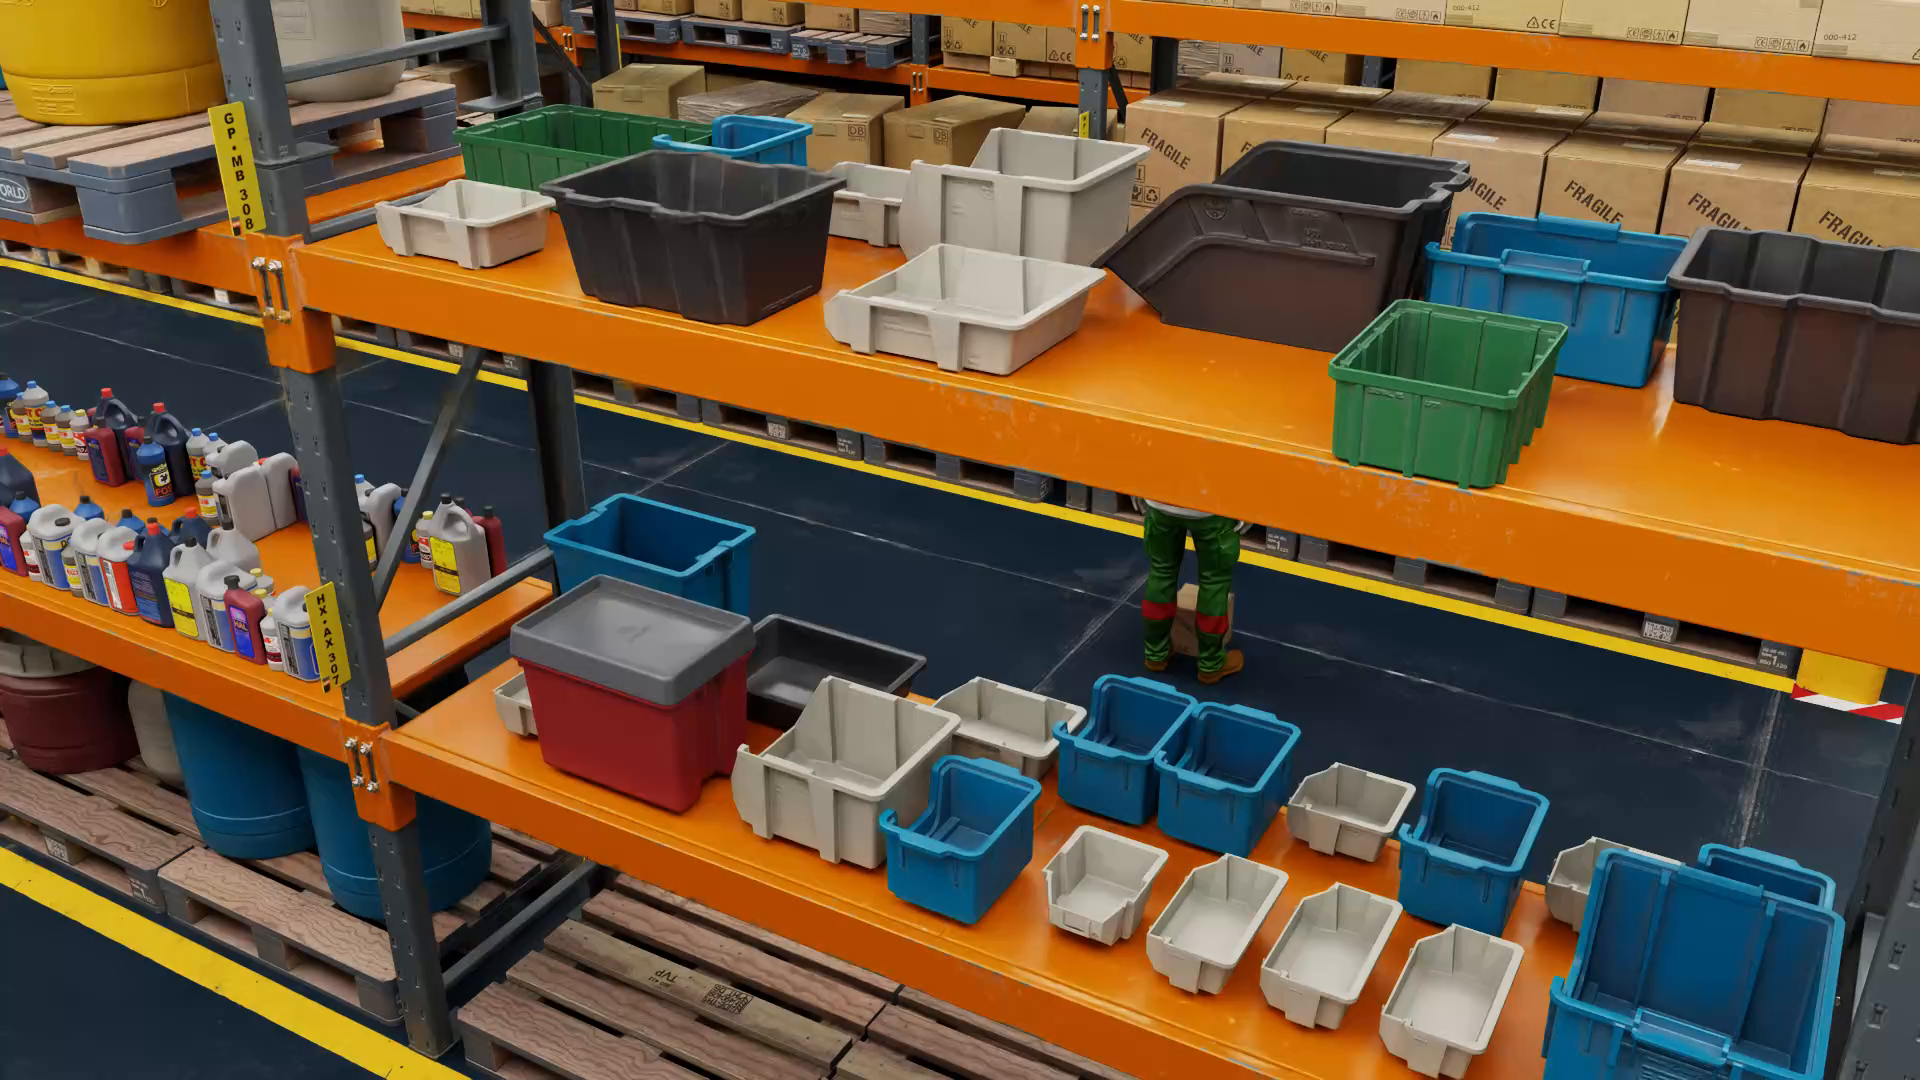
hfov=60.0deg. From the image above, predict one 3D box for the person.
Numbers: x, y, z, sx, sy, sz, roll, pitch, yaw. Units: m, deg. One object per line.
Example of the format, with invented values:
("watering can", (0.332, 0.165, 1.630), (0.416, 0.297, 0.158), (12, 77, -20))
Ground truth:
("person", (1.048, -0.200, 7.502), (0.592, 1.778, 0.447), (13, 29, 24))
